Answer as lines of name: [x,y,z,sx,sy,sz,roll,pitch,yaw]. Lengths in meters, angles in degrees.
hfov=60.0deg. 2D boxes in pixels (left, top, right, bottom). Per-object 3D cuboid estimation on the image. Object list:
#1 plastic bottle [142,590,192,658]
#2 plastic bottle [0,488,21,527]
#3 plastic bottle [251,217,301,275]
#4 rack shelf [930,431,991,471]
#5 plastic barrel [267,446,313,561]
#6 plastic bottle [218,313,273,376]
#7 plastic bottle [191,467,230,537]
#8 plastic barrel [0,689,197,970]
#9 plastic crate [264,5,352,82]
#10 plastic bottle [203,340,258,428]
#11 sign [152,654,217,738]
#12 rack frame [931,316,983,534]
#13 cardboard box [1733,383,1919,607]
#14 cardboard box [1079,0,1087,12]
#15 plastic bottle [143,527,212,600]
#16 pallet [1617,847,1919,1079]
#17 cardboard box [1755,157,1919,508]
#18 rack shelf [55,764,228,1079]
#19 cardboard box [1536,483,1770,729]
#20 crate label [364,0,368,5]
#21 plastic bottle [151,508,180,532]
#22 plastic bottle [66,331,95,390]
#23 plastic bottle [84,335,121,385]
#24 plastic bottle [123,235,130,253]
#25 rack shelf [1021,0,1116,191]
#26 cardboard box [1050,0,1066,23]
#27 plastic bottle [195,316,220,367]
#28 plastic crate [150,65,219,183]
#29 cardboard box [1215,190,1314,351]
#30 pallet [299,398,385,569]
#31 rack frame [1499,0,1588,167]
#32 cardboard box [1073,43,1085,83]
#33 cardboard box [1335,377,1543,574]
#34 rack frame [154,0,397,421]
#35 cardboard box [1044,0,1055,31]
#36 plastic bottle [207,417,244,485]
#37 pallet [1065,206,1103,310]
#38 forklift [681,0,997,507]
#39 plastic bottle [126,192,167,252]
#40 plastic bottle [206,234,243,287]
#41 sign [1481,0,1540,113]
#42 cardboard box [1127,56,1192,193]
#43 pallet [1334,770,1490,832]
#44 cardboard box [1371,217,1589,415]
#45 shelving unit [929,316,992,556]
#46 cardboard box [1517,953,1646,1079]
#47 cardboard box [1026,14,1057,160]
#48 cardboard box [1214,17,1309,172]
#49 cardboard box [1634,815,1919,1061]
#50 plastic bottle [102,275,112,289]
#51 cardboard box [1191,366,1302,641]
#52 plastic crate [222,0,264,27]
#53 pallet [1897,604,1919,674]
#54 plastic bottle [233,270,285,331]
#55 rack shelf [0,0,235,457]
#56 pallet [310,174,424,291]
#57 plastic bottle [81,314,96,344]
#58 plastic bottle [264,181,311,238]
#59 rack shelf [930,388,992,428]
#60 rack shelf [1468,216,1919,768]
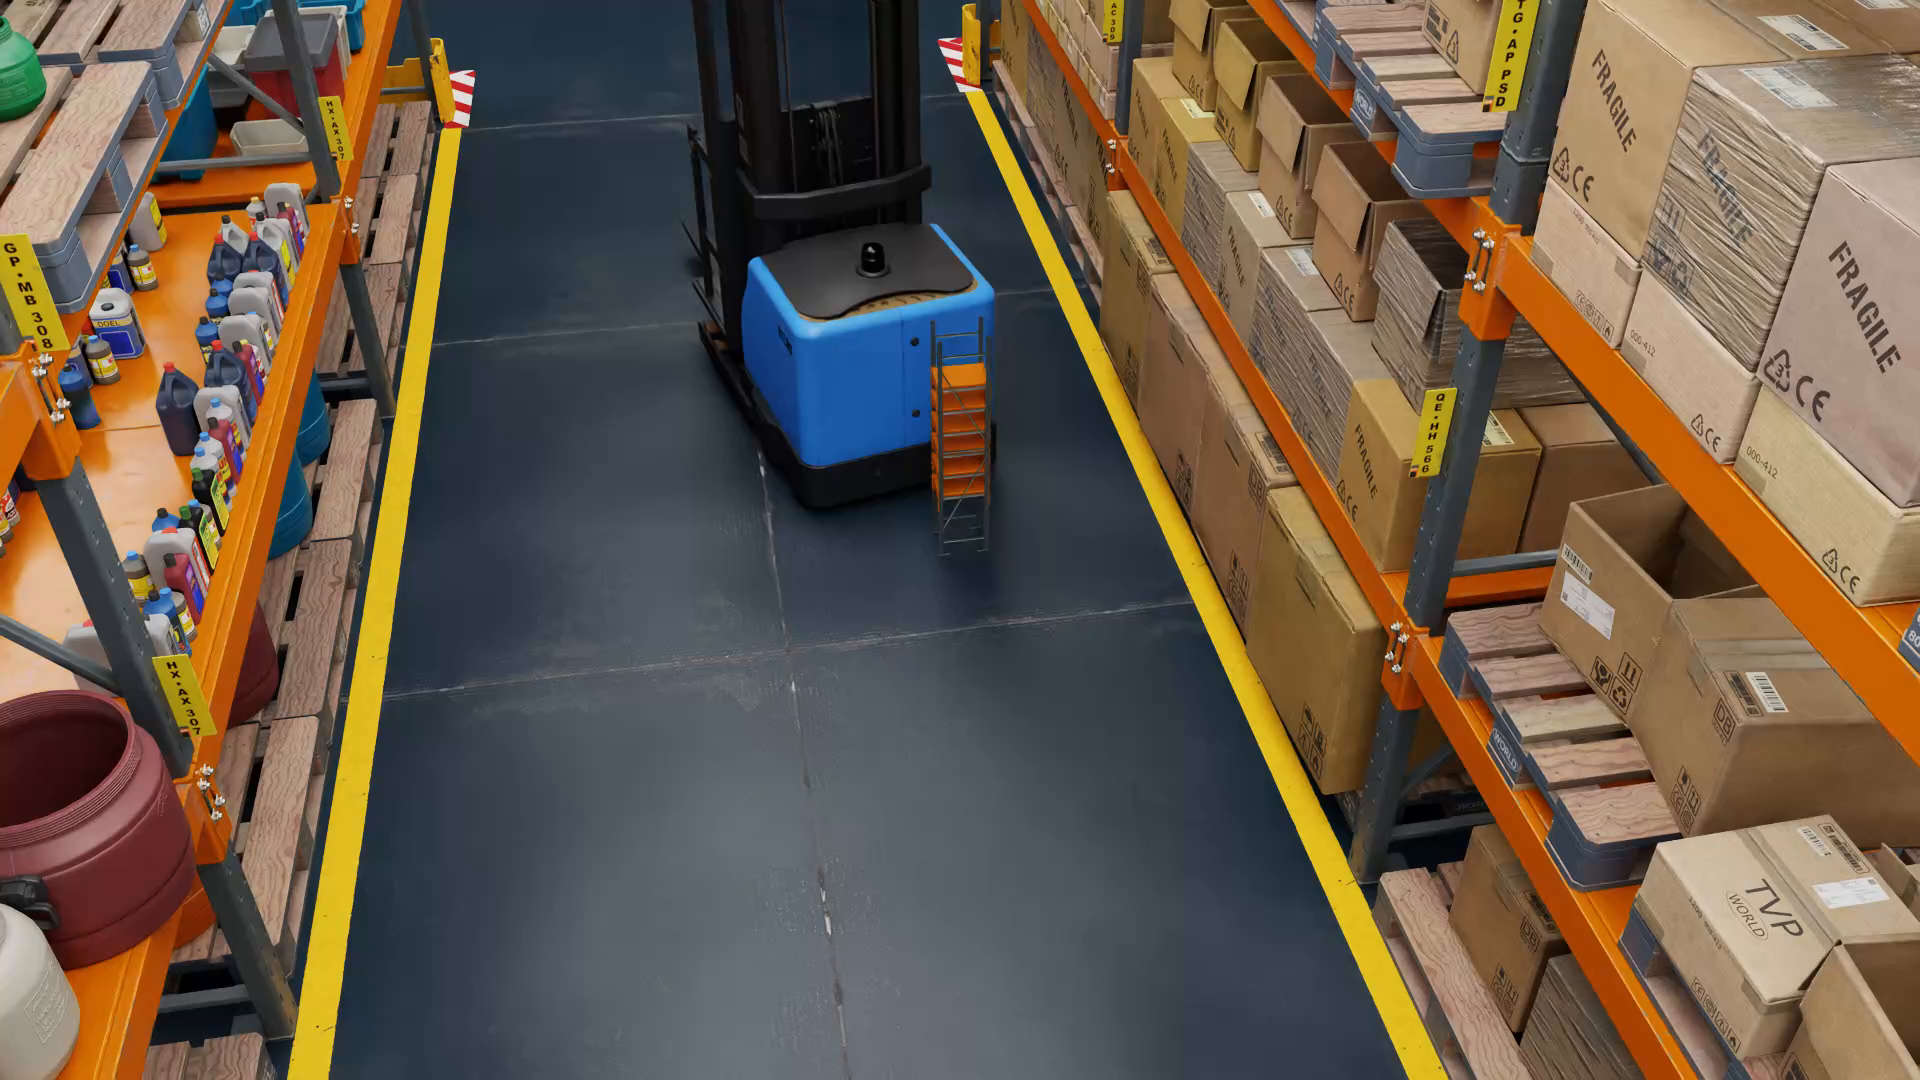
plastic bottle: [-2.606,0.278,5.452,0.097,0.271,0.097,0,38,0]
plastic bottle: [-3.509,-0.146,6.055,0.097,0.201,0.097,0,38,0]
plastic bottle: [-3.105,-1.347,7.539,0.152,0.276,0.135,-6,38,-8]
rack shelf: [0.003,-0.430,7.798,0.258,0.103,0.180,-6,38,-8]
plastic barrel: [-3.354,-0.399,7.586,0.600,0.901,0.708,-6,38,-8]
plastic bottle: [-2.953,-0.821,6.862,0.152,0.276,0.135,-6,38,-8]
plastic bottle: [-2.713,-0.158,6.004,0.061,0.283,0.133,-6,38,-8]
plastic barrel: [-2.476,0.791,4.577,0.600,0.536,0.708,-6,38,-8]
plastic crate: [-3.643,-2.738,9.278,0.437,0.282,0.530,-6,38,-8]
plastic bottle: [-2.880,-0.615,6.536,0.144,0.351,0.185,-6,38,-8]
sign: [-2.315,0.469,4.969,0.100,0.325,0.005,-6,38,-8]
rack frame: [-0.013,-0.520,7.842,0.240,1.200,0.006,-6,38,-8]
cardboard box: [2.042,-0.131,3.550,0.500,0.250,0.500,-5,38,-7]
cardboard box: [0.892,-3.259,9.168,0.500,0.500,0.500,-6,38,-7]
plastic bottle: [-2.694,0.070,5.716,0.152,0.276,0.135,-6,38,-8]
pallet: [2.408,1.331,4.148,1.003,0.211,1.213,-6,38,-8]
cardboard box: [2.030,-0.436,3.333,0.500,0.500,0.500,-7,38,-9]
rack shelf: [-2.505,2.089,3.603,1.077,0.370,4.000,-6,38,-8]
cardboard box: [2.155,0.180,5.049,0.500,0.500,0.500,-11,39,-14]
crate label: [-3.827,-3.340,10.170,0.396,0.136,0.243,-6,38,-8]
plastic bottle: [-2.747,0.005,5.803,0.097,0.271,0.097,0,38,0]
plastic bottle: [-3.648,-0.751,6.772,0.152,0.276,0.135,-6,38,-8]
plastic bottle: [-3.528,-0.746,6.827,0.097,0.201,0.097,0,38,0]
plastic bottle: [-3.889,-1.425,7.635,0.061,0.283,0.133,-6,38,-8]
rack shelf: [0.969,-3.276,10.508,1.077,0.370,4.000,-6,38,-8]
cardboard box: [0.801,-3.269,9.793,0.500,0.250,0.500,-5,38,-7]
plastic bottle: [-3.072,-0.794,6.832,0.097,0.271,0.097,0,38,0]
plastic crate: [-3.974,-2.082,8.349,0.392,0.384,0.575,-6,38,-8]
cardboard box: [1.426,-1.170,7.129,0.500,0.500,0.500,-6,38,-7]
pallet: [-3.462,-0.248,8.297,1.003,0.211,1.213,-6,38,-8]
rack frame: [2.021,-2.305,3.782,1.000,3.000,0.127,-6,38,-8]
cardboard box: [0.853,-2.712,9.401,0.380,0.149,0.250,-7,38,-9]
cardboard box: [1.690,-0.247,5.942,0.500,0.500,0.500,-5,38,-7]
rack frame: [-3.557,-1.819,8.047,1.000,3.000,0.127,-6,38,-8]
cardboard box: [0.718,-3.178,10.001,0.380,0.149,0.250,-7,38,-9]
plastic bottle: [-2.771,-0.356,6.259,0.061,0.283,0.133,-6,38,-8]
pallet: [1.263,-1.719,10.190,1.003,0.211,1.213,-6,38,-8]
forklift: [-0.848,-2.222,8.621,1.130,2.935,3.031,-14,40,-18]
plastic bottle: [-3.807,-1.528,7.712,0.144,0.351,0.185,-6,38,-8]
plastic bottle: [-3.183,-1.153,7.229,0.144,0.351,0.185,-6,38,-8]
sign: [1.473,-1.301,4.449,0.100,0.325,0.005,-6,38,-8]
cardboard box: [1.154,-2.087,8.310,0.500,0.500,0.500,-6,38,-8]
pallet: [1.957,0.681,7.102,1.003,0.211,1.213,-6,38,-8]
cardboard box: [1.909,-0.815,5.855,0.797,0.503,0.637,-5,38,-6]
shelving unit: [0.003,-0.465,7.771,0.258,1.200,0.189,-6,38,-8]
cardboard box: [2.268,1.613,5.307,0.700,0.500,0.500,-9,39,-12]
cardboard box: [0.969,-3.167,11.172,0.875,0.875,0.875,-6,38,-8]
cardboard box: [1.549,-1.987,7.364,0.797,0.503,0.637,-6,38,-7]
cardboard box: [2.088,0.994,4.205,0.500,0.250,0.500,-7,38,-9]
plastic bottle: [-3.793,-1.154,7.295,0.097,0.271,0.097,0,38,0]
cardboard box: [1.772,-0.221,7.379,1.225,0.875,0.875,-6,38,-8]
plastic crate: [-4.255,-3.032,9.695,0.416,0.233,0.300,-6,38,-8]
pallet: [2.534,0.359,2.951,1.213,0.211,1.003,-6,38,-8]
plastic bottle: [-3.017,-1.042,7.147,0.152,0.276,0.135,-6,38,-8]
rack shelf: [-3.206,-1.512,5.792,1.077,0.370,4.000,-6,38,-8]
pallet: [-3.941,-1.897,10.419,1.003,0.211,1.213,-6,38,-8]
plastic bottle: [-3.688,-0.891,6.953,0.152,0.276,0.135,-6,38,-8]
plastic bottle: [-3.169,-1.567,7.823,0.152,0.276,0.135,-6,38,-8]
rack shelf: [0.003,-0.620,7.651,0.258,0.103,0.180,-6,38,-8]
rack shelf: [2.371,0.371,3.368,1.077,0.370,4.000,-6,38,-8]
